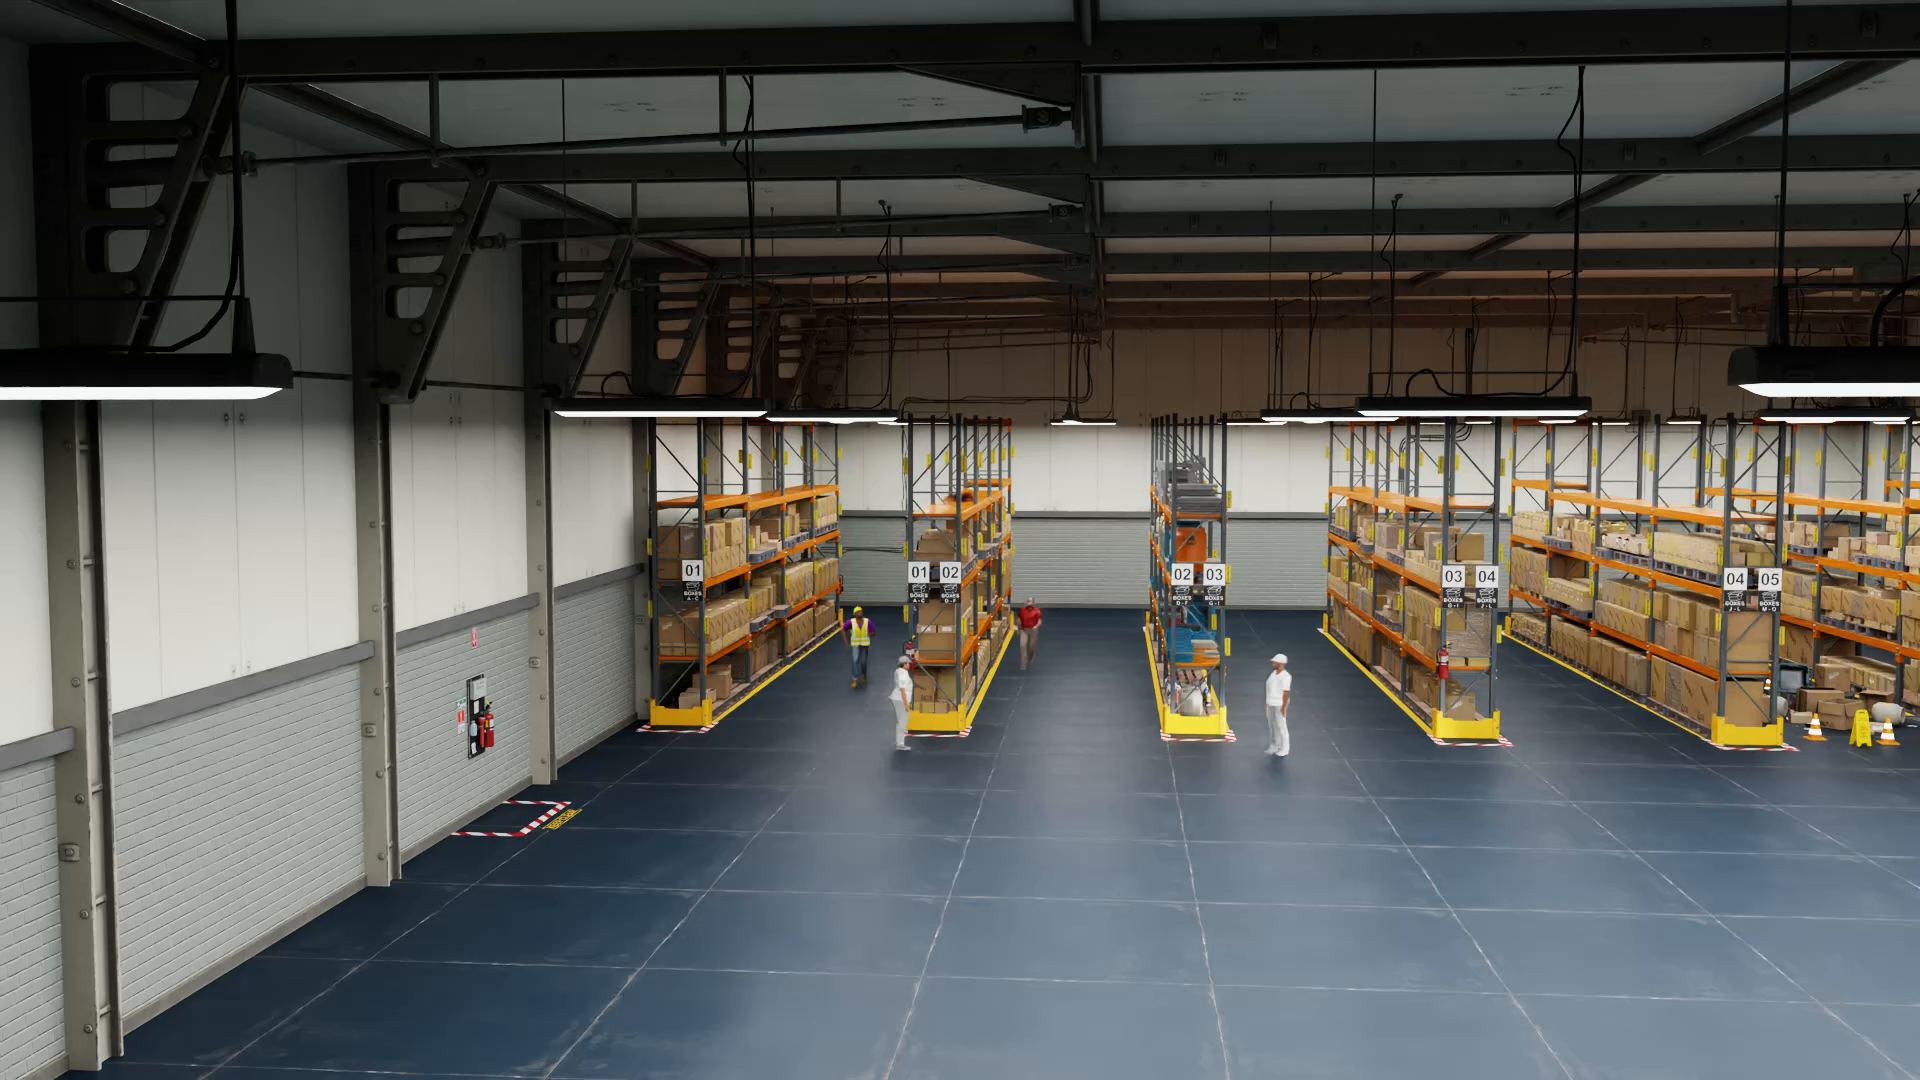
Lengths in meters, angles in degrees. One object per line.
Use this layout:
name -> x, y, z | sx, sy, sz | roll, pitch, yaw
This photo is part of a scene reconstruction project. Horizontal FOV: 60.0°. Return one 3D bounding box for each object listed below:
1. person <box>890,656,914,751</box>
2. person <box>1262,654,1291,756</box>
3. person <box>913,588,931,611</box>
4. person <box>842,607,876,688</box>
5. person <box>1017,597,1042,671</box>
person -> -1.028, 2.938, 29.680 | 0.416, 1.741, 0.573 | 0, 4, -6
person -> 5.552, 2.886, 29.107 | 0.371, 1.797, 0.608 | -2, 4, -22
person -> -1.080, 1.481, 51.312 | 0.762, 1.553, 0.473 | 1, 4, 18
person -> -2.250, 2.341, 36.784 | 0.765, 1.730, 1.016 | 0, 4, 3
person -> 1.654, 2.230, 39.704 | 0.608, 1.714, 0.986 | 0, 4, 5
